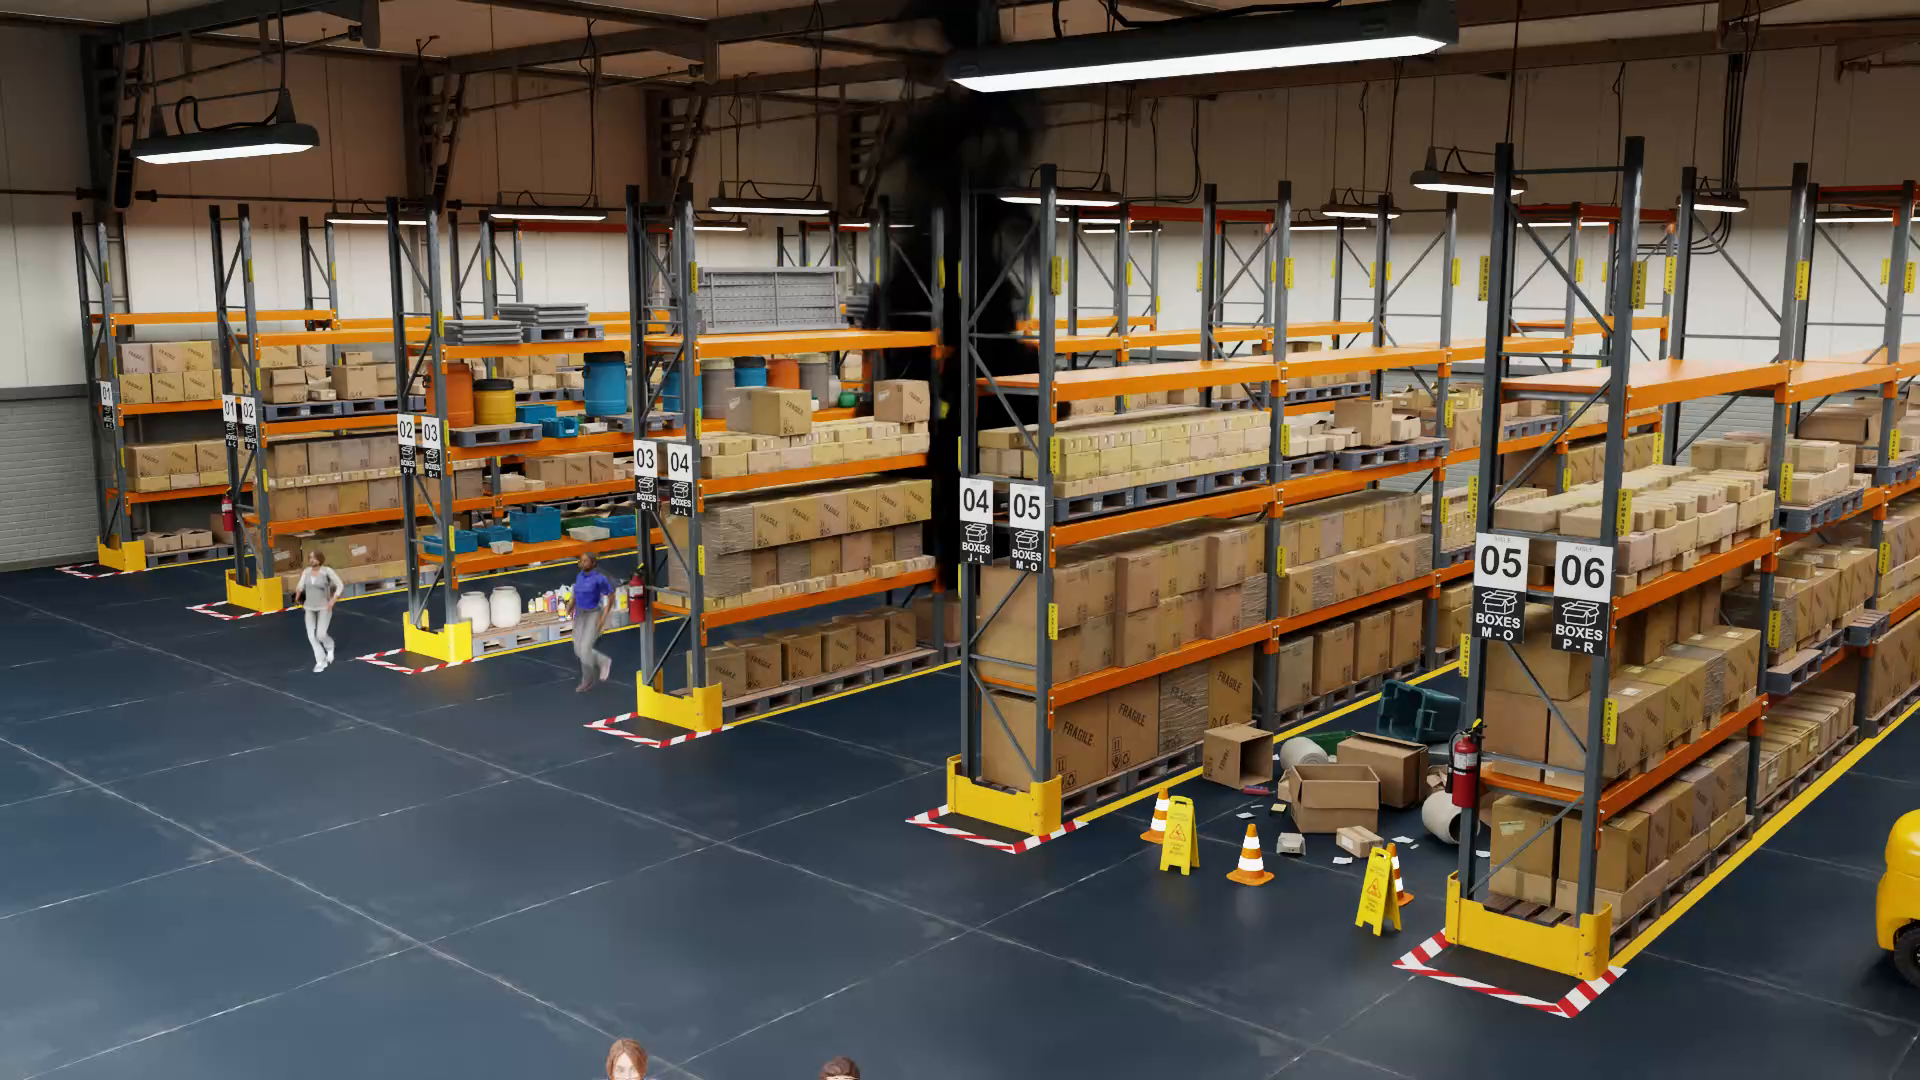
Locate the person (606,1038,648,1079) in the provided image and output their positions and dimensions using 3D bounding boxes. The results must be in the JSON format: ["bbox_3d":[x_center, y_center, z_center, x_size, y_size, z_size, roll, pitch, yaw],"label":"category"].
[{"bbox_3d":[-1.555,3.108,7.788,0.507,1.646,0.728,-3,10,-16],"label":"person"}]

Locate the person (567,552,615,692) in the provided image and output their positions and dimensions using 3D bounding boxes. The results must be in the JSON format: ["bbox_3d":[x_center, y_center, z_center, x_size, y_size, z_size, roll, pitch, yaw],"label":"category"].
[{"bbox_3d":[-4.363,0.944,19.674,0.613,1.636,0.581,7,12,37],"label":"person"}]

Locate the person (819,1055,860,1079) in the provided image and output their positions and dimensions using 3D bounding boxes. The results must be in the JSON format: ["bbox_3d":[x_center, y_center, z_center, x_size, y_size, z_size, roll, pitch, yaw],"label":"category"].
[{"bbox_3d":[-0.510,3.136,7.493,0.556,1.710,0.711,0,9,1],"label":"person"}]

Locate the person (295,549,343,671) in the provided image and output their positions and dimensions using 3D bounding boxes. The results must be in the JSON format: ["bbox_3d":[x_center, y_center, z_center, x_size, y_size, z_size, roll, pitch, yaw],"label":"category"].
[{"bbox_3d":[-8.203,0.902,21.210,0.566,1.570,0.543,1,10,6],"label":"person"}]
